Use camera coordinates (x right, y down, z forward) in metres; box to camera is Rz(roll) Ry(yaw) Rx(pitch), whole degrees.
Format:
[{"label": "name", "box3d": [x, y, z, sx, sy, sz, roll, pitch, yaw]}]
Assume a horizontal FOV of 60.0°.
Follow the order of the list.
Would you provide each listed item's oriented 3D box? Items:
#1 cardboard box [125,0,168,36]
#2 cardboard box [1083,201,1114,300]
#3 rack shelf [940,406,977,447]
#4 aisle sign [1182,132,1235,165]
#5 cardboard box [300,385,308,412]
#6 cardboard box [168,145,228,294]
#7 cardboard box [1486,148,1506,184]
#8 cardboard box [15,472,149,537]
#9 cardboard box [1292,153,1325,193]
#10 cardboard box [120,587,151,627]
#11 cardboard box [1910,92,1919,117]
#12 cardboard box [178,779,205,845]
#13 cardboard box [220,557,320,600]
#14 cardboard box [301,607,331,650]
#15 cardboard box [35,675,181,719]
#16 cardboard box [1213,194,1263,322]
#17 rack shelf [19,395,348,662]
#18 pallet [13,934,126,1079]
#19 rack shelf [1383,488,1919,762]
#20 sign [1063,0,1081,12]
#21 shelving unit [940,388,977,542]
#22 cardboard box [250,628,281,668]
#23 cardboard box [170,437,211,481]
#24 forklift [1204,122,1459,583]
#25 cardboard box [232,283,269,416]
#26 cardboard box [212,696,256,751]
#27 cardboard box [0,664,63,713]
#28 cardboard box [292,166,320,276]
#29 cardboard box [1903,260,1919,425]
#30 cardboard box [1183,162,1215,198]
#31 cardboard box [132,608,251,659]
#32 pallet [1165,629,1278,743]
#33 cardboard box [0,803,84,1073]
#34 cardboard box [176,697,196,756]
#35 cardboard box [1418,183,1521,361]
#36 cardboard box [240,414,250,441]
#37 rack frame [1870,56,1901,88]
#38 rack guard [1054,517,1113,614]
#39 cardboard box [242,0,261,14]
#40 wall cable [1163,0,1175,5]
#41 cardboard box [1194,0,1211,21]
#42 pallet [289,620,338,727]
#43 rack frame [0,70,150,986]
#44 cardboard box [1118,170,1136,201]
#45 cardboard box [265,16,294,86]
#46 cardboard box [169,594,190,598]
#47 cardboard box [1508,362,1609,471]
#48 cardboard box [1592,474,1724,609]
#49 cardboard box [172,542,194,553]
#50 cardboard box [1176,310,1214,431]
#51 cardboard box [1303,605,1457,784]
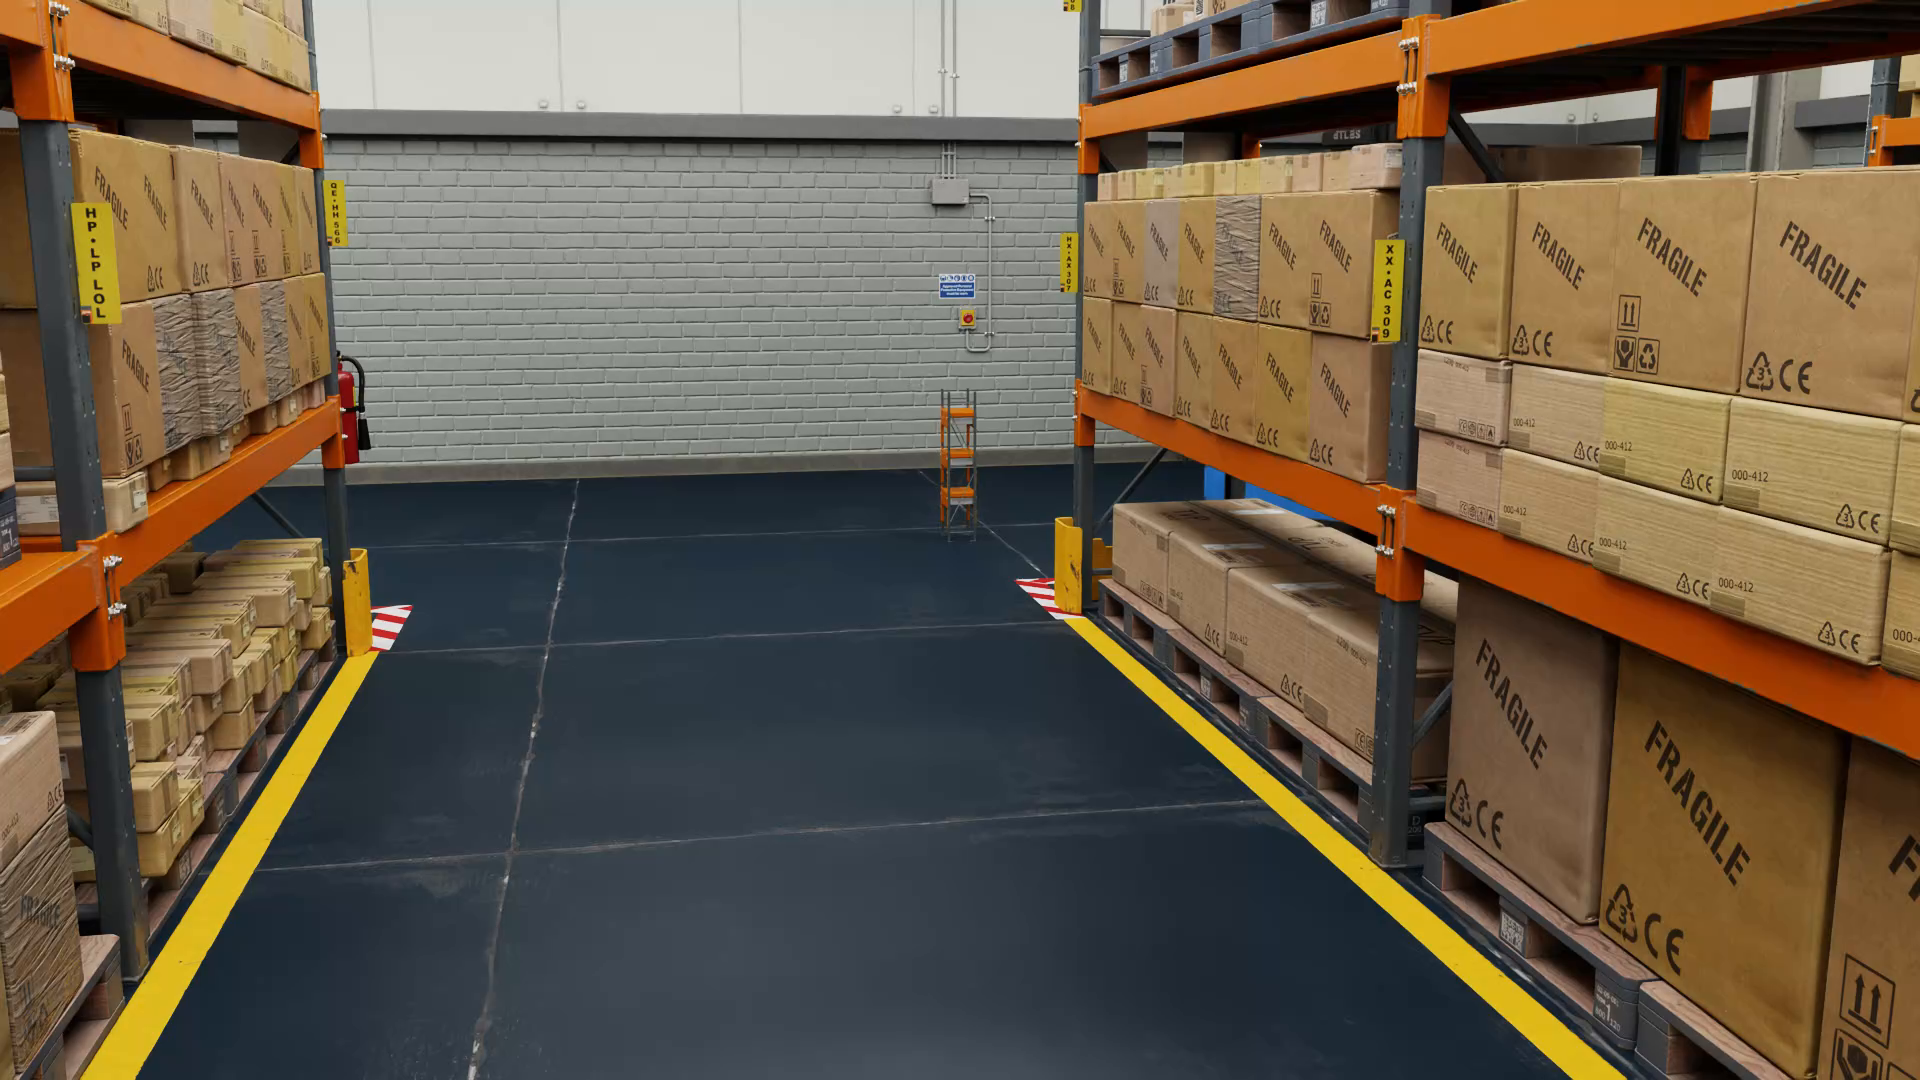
[{"label": "cardboard box", "box3d": [-2.842, -1.752, 5.257, 0.500, 0.250, 0.500, -2, 11, -12]}, {"label": "cardboard box", "box3d": [0.967, -1.540, 8.824, 0.500, 0.500, 0.500, -2, 11, -12]}, {"label": "rack shelf", "box3d": [-0.010, -0.794, 11.599, 0.215, 0.259, 0.240, -2, 11, -11]}, {"label": "aisle sign", "box3d": [1.444, -2.400, 9.329, 0.394, 0.787, 0.004, -2, 11, -11]}, {"label": "cardboard box", "box3d": [-3.330, -0.680, 7.917, 0.380, 0.149, 0.250, -2, 11, -11]}, {"label": "cardboard box", "box3d": [-2.937, -1.132, 5.885, 0.500, 0.500, 0.500, -2, 11, -10]}, {"label": "cardboard box", "box3d": [2.059, -1.337, 6.023, 0.380, 0.149, 0.250, -2, 11, -10]}, {"label": "cardboard box", "box3d": [-2.639, -0.106, 4.905, 0.380, 0.149, 0.250, -2, 11, -9]}, {"label": "cardboard box", "box3d": [1.509, -1.413, 6.419, 0.380, 0.149, 0.250, -2, 11, -11]}, {"label": "cardboard box", "box3d": [-3.645, 0.302, 7.000, 0.380, 0.149, 0.250, -2, 11, -9]}, {"label": "cardboard box", "box3d": [5.855, -2.563, 9.787, 0.380, 0.149, 0.250, -2, 11, -10]}, {"label": "cardboard box", "box3d": [-2.712, 0.901, 5.442, 0.380, 0.149, 0.250, -2, 11, -9]}, {"label": "cardboard box", "box3d": [-3.163, 0.181, 7.632, 0.380, 0.149, 0.250, -2, 11, -12]}, {"label": "cardboard box", "box3d": [-3.226, 0.427, 7.932, 0.380, 0.149, 0.250, -2, 11, -9]}, {"label": "cardboard box", "box3d": [-2.861, 0.568, 5.600, 0.380, 0.149, 0.250, -2, 11, -12]}, {"label": "cardboard box", "box3d": [1.370, -1.168, 6.867, 0.500, 0.500, 0.500, -2, 11, -10]}, {"label": "rack shelf", "box3d": [-3.293, -0.179, 6.540, 1.077, 0.370, 4.000, -2, 11, -11]}, {"label": "pallet", "box3d": [-2.752, 1.347, 4.057, 1.003, 0.211, 1.213, -2, 11, -11]}, {"label": "rack shelf", "box3d": [2.320, 0.356, 3.729, 1.077, 0.370, 4.000, -2, 11, -11]}, {"label": "sign", "box3d": [0.608, -3.021, 8.974, 0.100, 0.325, 0.005, -2, 11, -11]}, {"label": "shelving unit", "box3d": [-0.010, -0.526, 11.650, 0.215, 1.050, 0.252, -2, 11, -11]}, {"label": "cardboard box", "box3d": [-3.052, 0.472, 6.898, 0.380, 0.149, 0.250, -2, 11, -8]}, {"label": "cardboard box", "box3d": [-2.897, -0.297, 5.905, 0.380, 0.149, 0.250, -2, 11, -10]}, {"label": "forklift", "box3d": [3.126, -1.276, 10.564, 3.031, 2.935, 1.130, 8, 13, 35]}, {"label": "cardboard box", "box3d": [-3.053, -0.743, 6.513, 0.500, 0.500, 0.500, -2, 11, -8]}, {"label": "cardboard box", "box3d": [-2.952, 0.713, 6.428, 0.380, 0.149, 0.250, -2, 11, -13]}, {"label": "cardboard box", "box3d": [-3.347, 0.539, 5.753, 0.380, 0.149, 0.250, -2, 11, -9]}, {"label": "cardboard box", "box3d": [-3.349, -1.511, 7.876, 0.500, 0.500, 0.500, -2, 11, -12]}, {"label": "cardboard box", "box3d": [2.154, -0.442, 3.053, 0.500, 0.500, 0.500, -2, 11, -11]}, {"label": "cardboard box", "box3d": [1.211, -1.596, 7.383, 0.380, 0.149, 0.250, -2, 11, -12]}, {"label": "cardboard box", "box3d": [-3.047, 0.378, 6.600, 0.380, 0.149, 0.250, -2, 11, -11]}, {"label": "pallet", "box3d": [1.620, 0.639, 7.775, 1.003, 0.211, 1.213, -2, 11, -11]}, {"label": "cardboard box", "box3d": [-2.513, 0.982, 4.075, 0.500, 0.500, 0.500, -2, 11, -12]}, {"label": "cardboard box", "box3d": [-2.931, 0.668, 5.871, 0.380, 0.149, 0.250, -3, 11, -14]}, {"label": "cardboard box", "box3d": [1.735, -0.814, 5.007, 0.500, 0.500, 0.500, -2, 11, -10]}, {"label": "cardboard box", "box3d": [-3.178, -0.487, 6.906, 0.380, 0.149, 0.250, -3, 11, -13]}, {"label": "rack frame", "box3d": [6.022, -4.226, 9.834, 1.000, 3.000, 0.127, -2, 11, -11]}, {"label": "rack guard", "box3d": [1.149, 0.125, 9.700, 1.175, 0.500, 0.348, -2, 11, -11]}, {"label": "cardboard box", "box3d": [-3.146, -2.282, 6.705, 0.500, 0.250, 0.500, -2, 11, -10]}, {"label": "wall cable", "box3d": [3.249, -5.218, 14.943, 2.988, 3.039, 0.133, -2, 11, -11]}, {"label": "cardboard box", "box3d": [1.396, -2.507, 7.671, 0.500, 0.311, 0.500, -2, 11, -10]}, {"label": "pallet", "box3d": [-3.544, 0.635, 7.798, 1.003, 0.211, 1.213, -2, 11, -11]}, {"label": "rack frame", "box3d": [-2.904, -0.166, 4.546, 1.000, 3.000, 0.127, -2, 11, -11]}, {"label": "cardboard box", "box3d": [1.010, -1.785, 8.374, 0.380, 0.149, 0.250, -2, 11, -9]}, {"label": "cardboard box", "box3d": [-3.228, -2.132, 7.256, 0.500, 0.250, 0.500, -2, 11, -11]}, {"label": "cardboard box", "box3d": [-3.700, 0.348, 7.552, 0.380, 0.149, 0.250, -2, 11, -10]}, {"label": "cardboard box", "box3d": [1.869, -0.351, 4.581, 0.500, 0.250, 0.500, -2, 11, -10]}, {"label": "cardboard box", "box3d": [1.944, -0.011, 4.133, 0.500, 0.250, 0.500, -2, 11, -11]}, {"label": "cardboard box", "box3d": [-3.914, 0.111, 8.002, 0.380, 0.149, 0.250, -3, 11, -14]}, {"label": "cardboard box", "box3d": [1.286, -0.772, 7.462, 0.500, 0.500, 0.500, -2, 11, -9]}, {"label": "cardboard box", "box3d": [1.915, 0.569, 6.415, 0.875, 0.438, 0.875, -2, 11, -12]}]
